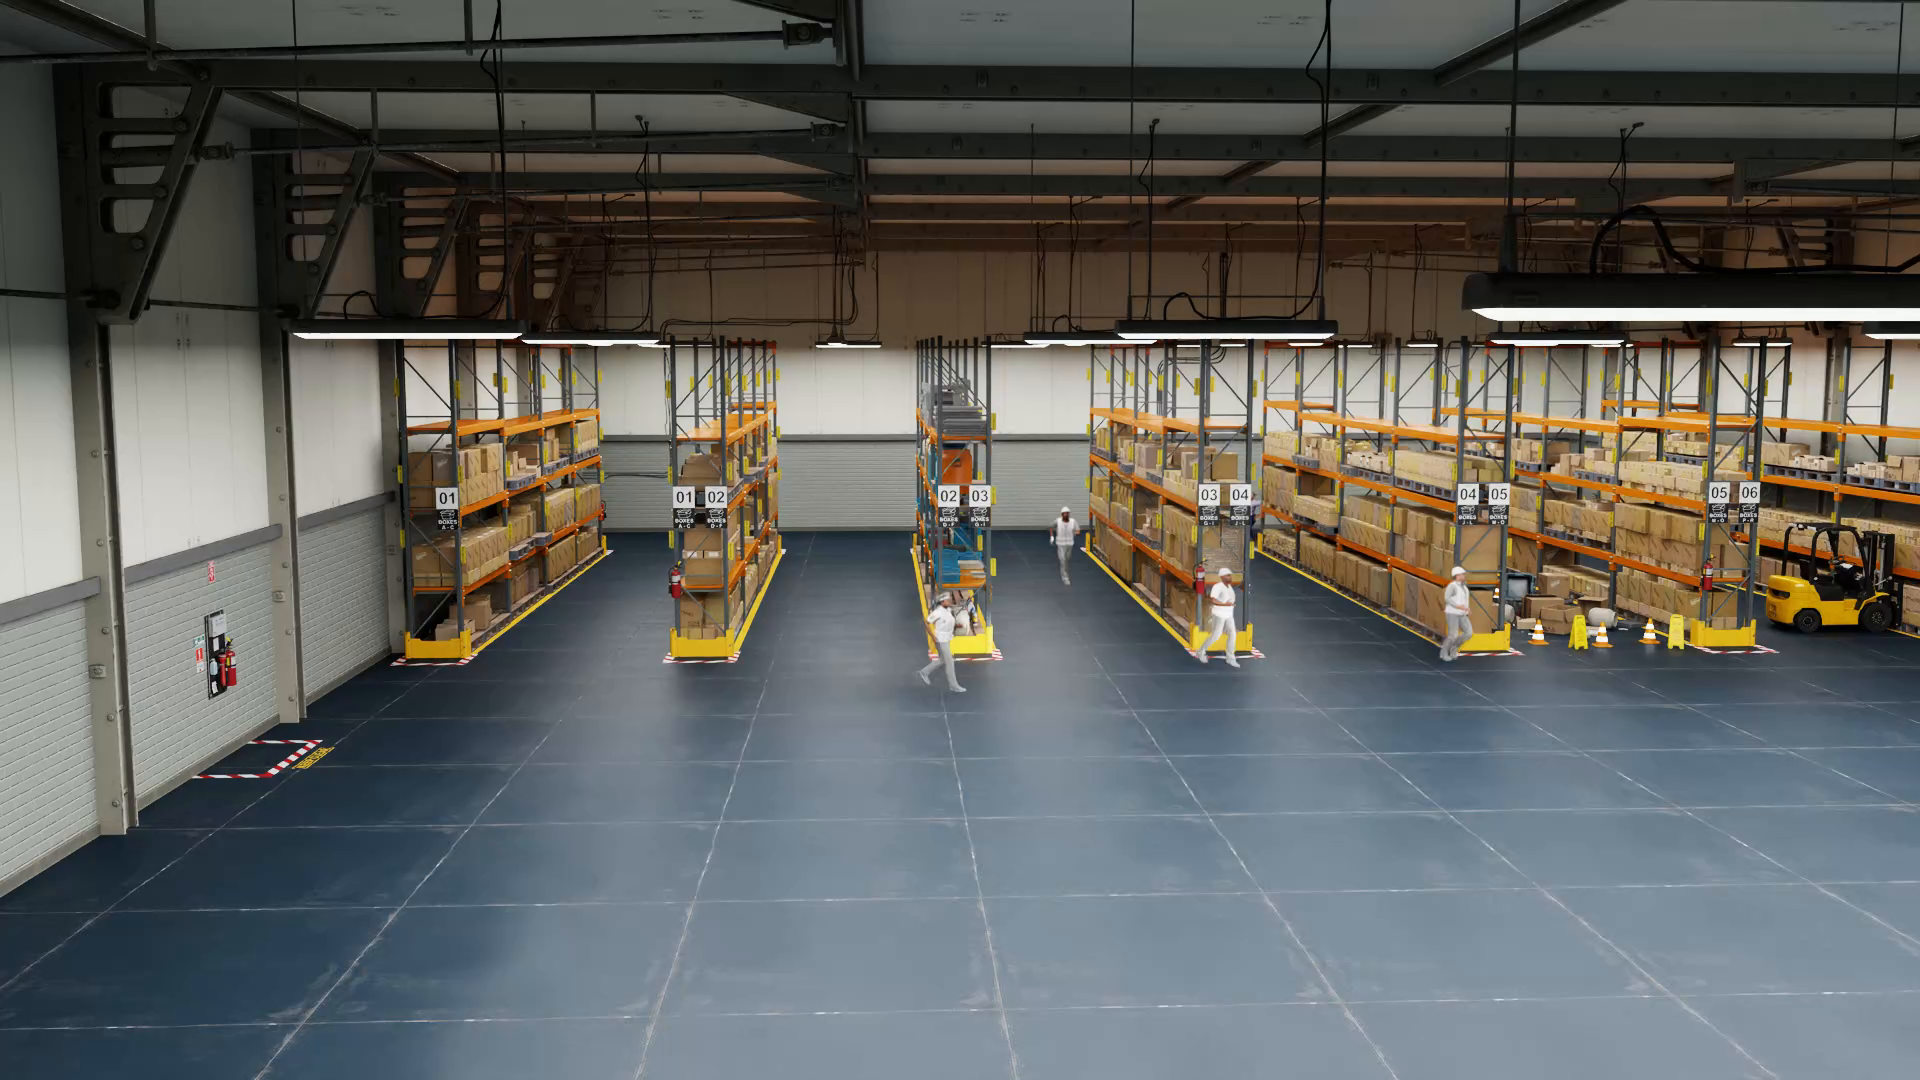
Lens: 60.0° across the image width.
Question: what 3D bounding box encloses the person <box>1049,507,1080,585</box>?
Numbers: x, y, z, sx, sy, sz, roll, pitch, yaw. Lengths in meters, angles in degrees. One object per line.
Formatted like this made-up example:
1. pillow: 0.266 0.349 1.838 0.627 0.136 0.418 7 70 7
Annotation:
1. person: 2.454 0.145 38.653 0.683 1.832 0.928 -1 7 -10

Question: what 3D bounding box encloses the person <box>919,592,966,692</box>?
1. person: -0.313 1.694 27.963 0.911 1.678 0.576 3 7 25

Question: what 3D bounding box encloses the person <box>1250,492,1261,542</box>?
1. person: 8.490 -0.606 48.701 0.910 1.603 0.685 -4 7 -29

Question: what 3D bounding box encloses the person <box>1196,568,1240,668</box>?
1. person: 4.784 1.393 30.294 0.902 1.774 0.728 6 9 40

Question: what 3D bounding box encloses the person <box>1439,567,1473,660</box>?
1. person: 9.250 1.364 30.796 0.715 1.729 0.574 -5 8 -36
